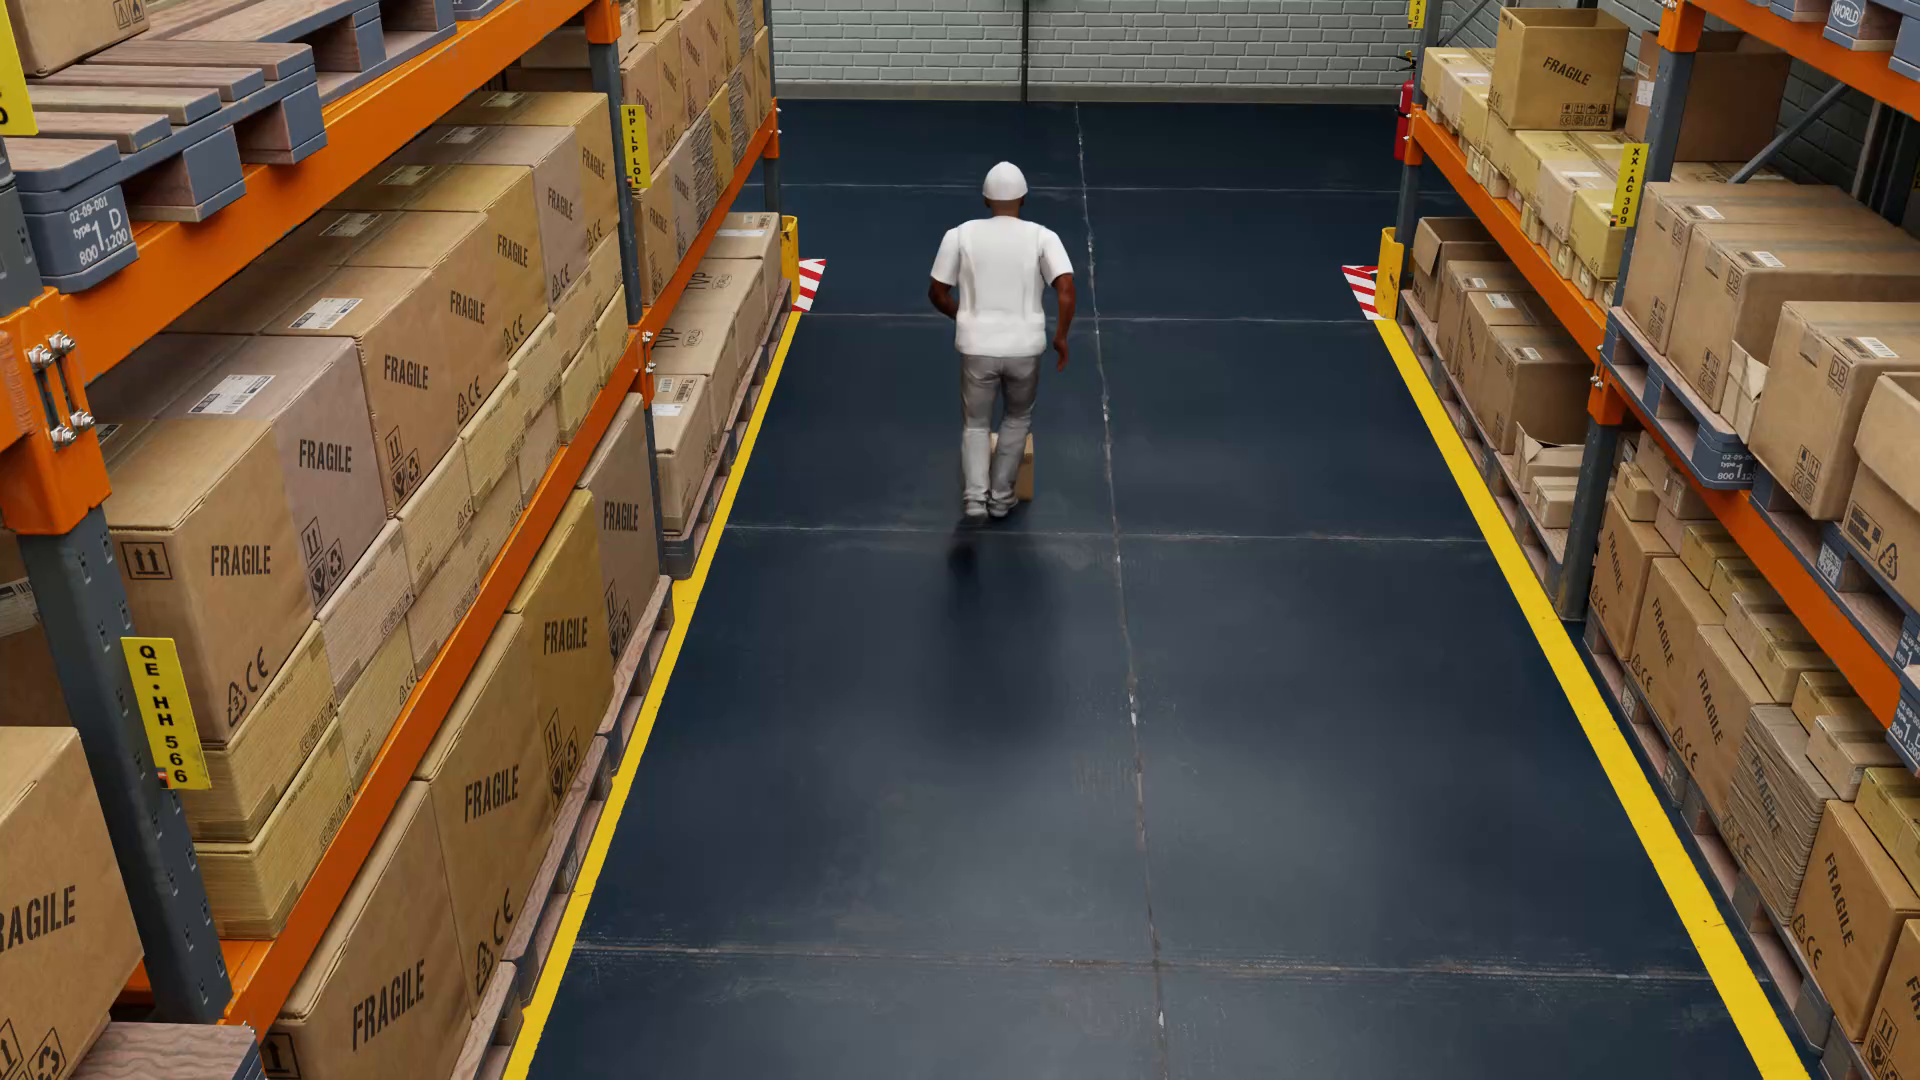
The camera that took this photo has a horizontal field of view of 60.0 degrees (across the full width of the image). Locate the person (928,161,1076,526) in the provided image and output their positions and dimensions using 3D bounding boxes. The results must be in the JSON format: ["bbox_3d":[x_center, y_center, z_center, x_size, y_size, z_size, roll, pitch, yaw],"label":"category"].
[{"bbox_3d":[0.189,-0.862,7.809,0.685,1.696,0.849,1,28,1],"label":"person"}]
